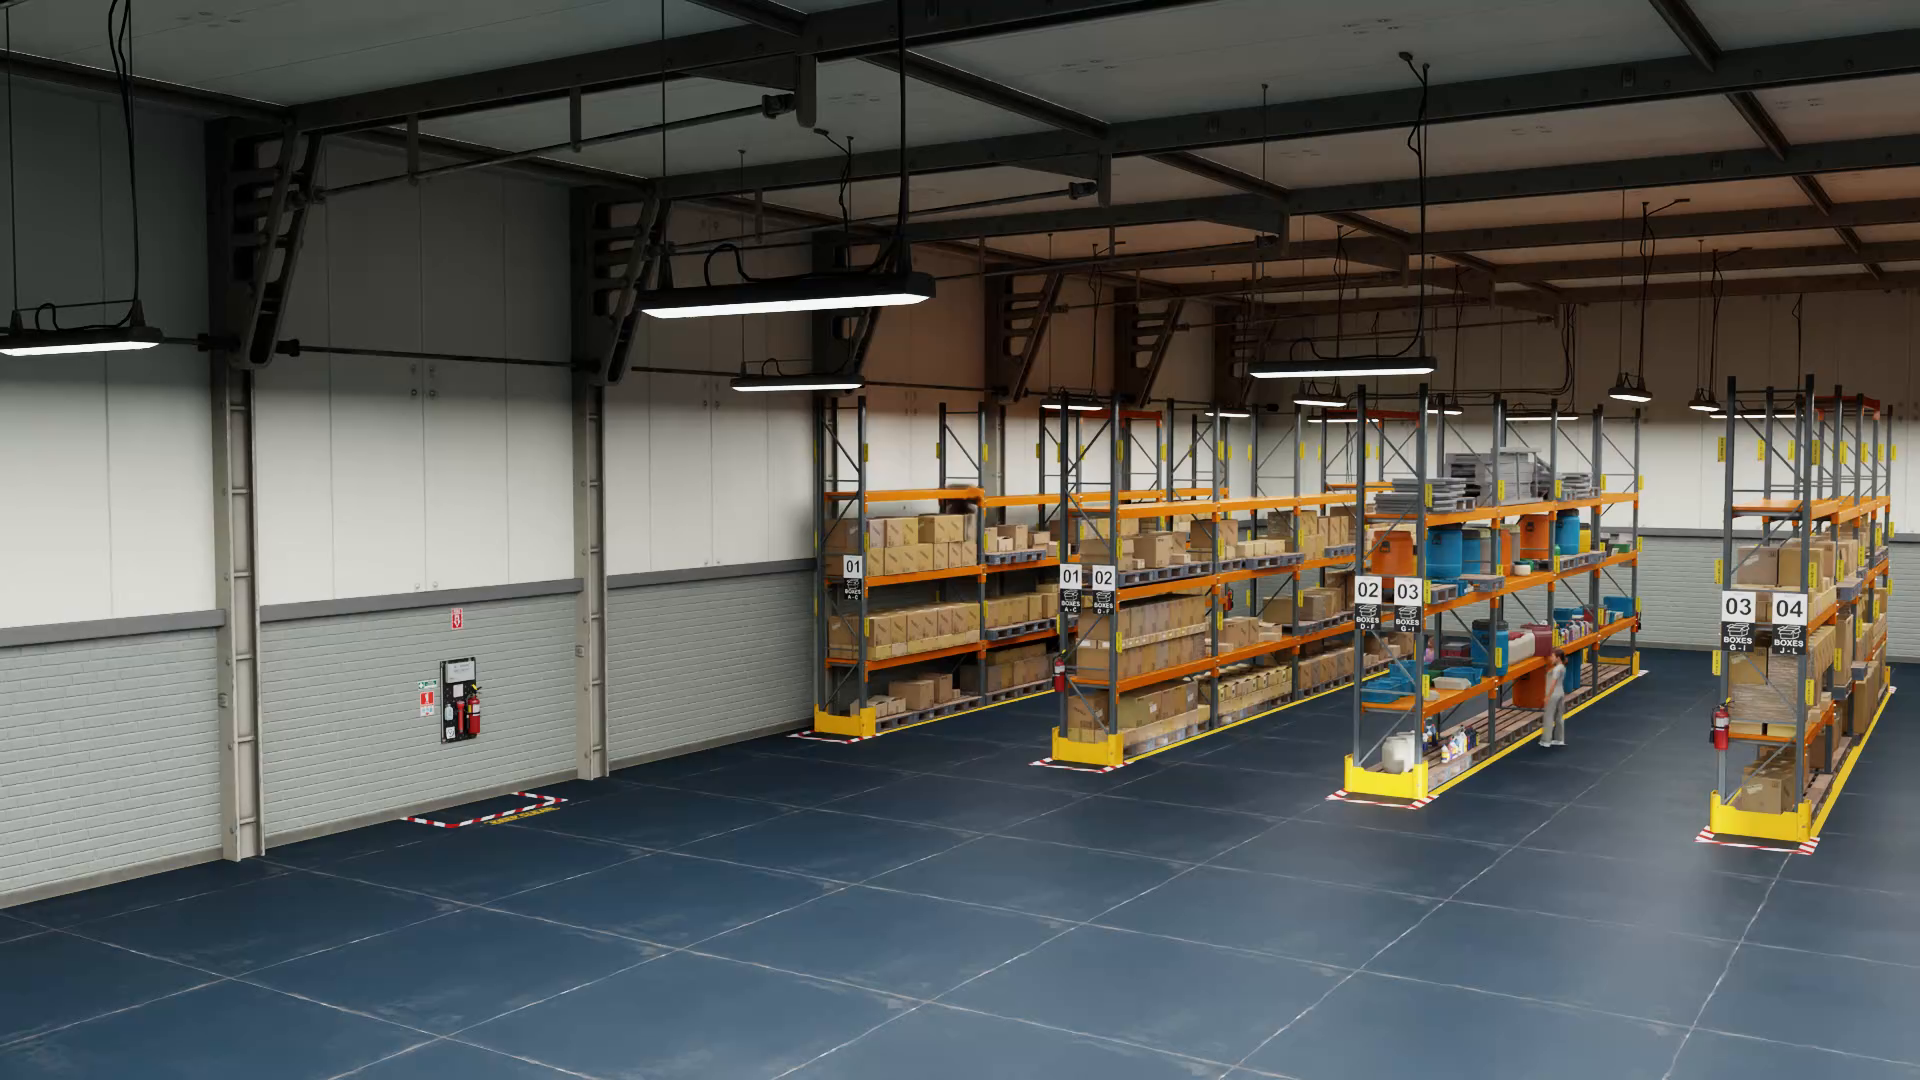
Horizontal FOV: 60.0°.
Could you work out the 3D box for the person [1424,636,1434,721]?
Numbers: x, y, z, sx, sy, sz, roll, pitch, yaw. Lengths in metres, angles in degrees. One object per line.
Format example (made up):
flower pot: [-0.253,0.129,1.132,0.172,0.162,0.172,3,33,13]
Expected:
person: [8.862,2.578,31.240,0.496,1.551,0.823,2,4,32]

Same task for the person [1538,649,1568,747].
person: [10.093,2.681,28.312,0.439,1.678,0.506,3,4,44]
